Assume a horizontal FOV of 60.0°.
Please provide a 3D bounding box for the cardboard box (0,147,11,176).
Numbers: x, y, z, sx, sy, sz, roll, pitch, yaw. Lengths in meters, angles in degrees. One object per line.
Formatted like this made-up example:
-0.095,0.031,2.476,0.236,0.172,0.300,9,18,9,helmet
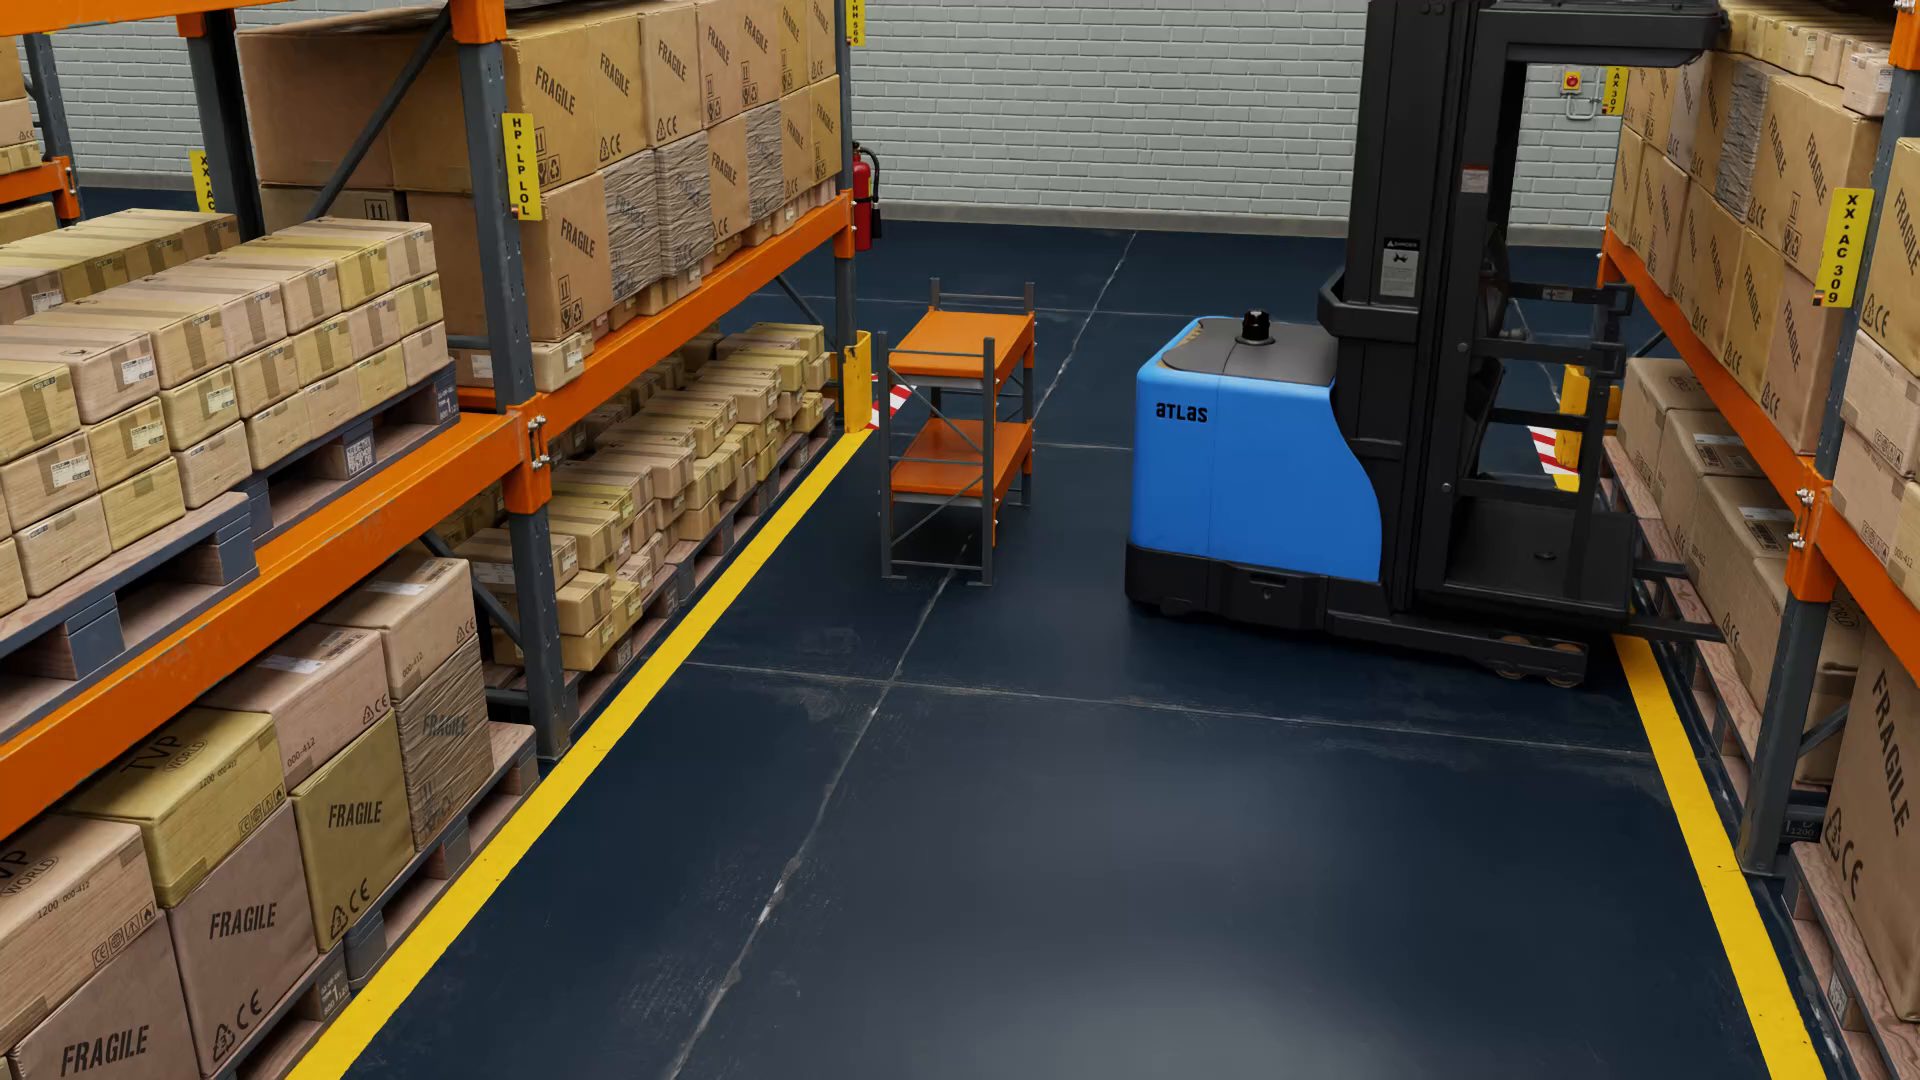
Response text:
-5.723,-2.171,9.565,0.380,0.149,0.250,5,22,11,cardboard box

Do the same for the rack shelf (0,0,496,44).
-2.311,-0.986,3.235,1.077,0.370,4.000,4,22,11,rack shelf

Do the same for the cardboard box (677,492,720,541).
-1.289,-0.119,7.387,0.380,0.149,0.250,4,22,9,cardboard box

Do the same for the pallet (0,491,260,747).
-2.355,0.165,3.686,1.003,0.211,1.213,4,22,11,pallet

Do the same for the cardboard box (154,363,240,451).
-2.002,-0.333,4.042,0.380,0.149,0.250,3,22,8,cardboard box

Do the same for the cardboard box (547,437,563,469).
-1.934,-0.341,7.144,0.380,0.149,0.250,3,22,8,cardboard box

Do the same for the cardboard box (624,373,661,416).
-1.677,-0.715,8.073,0.380,0.149,0.250,5,23,13,cardboard box

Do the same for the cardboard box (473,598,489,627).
-2.021,0.210,6.572,0.380,0.149,0.250,5,22,12,cardboard box

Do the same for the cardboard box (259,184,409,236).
-2.081,-1.043,5.896,0.500,0.500,0.500,4,22,11,cardboard box

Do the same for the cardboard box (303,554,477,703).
-1.807,0.248,5.001,0.500,0.250,0.500,4,22,9,cardboard box

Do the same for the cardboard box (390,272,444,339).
-1.791,-0.716,4.991,0.380,0.149,0.250,5,23,13,cardboard box

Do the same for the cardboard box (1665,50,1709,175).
3.207,-1.761,6.738,0.500,0.500,0.500,4,22,11,cardboard box

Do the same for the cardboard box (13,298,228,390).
-2.009,-0.474,3.994,0.380,0.149,0.250,4,22,9,cardboard box

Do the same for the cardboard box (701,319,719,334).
-1.526,-1.106,9.041,0.380,0.149,0.250,3,22,8,cardboard box

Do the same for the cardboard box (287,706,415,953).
-1.912,0.782,4.680,0.500,0.500,0.500,4,22,10,cardboard box

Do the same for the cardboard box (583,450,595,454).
-1.719,-0.379,7.635,0.380,0.149,0.250,6,23,13,cardboard box

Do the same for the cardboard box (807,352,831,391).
-0.915,-0.919,8.975,0.380,0.149,0.250,4,22,9,cardboard box

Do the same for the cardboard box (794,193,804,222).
-1.000,-1.685,8.358,0.380,0.149,0.250,4,22,10,cardboard box

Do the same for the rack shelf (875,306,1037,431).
0.001,-0.796,7.540,0.538,0.278,1.000,4,22,11,rack shelf

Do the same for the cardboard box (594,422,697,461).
-1.374,-0.401,7.292,0.380,0.149,0.250,4,22,9,cardboard box

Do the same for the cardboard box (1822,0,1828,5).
3.904,-2.252,7.089,0.380,0.149,0.250,4,22,10,cardboard box

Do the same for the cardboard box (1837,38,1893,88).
2.936,-1.446,5.089,0.380,0.149,0.250,4,22,11,cardboard box

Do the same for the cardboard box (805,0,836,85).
-0.936,-2.585,8.386,0.500,0.500,0.500,4,22,10,cardboard box

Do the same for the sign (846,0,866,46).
-0.547,-2.757,8.711,0.100,0.325,0.005,4,22,11,sign

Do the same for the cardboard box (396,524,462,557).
-2.085,0.042,6.193,0.380,0.149,0.250,5,22,12,cardboard box

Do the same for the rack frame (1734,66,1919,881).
2.964,-0.320,4.632,1.000,3.000,0.127,4,22,11,rack frame

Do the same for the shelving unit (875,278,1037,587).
0.001,-0.524,7.650,0.538,1.125,1.048,4,22,11,shelving unit

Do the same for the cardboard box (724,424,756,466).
-1.183,-0.446,7.801,0.380,0.149,0.250,6,23,14,cardboard box

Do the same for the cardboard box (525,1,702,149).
-1.348,-1.827,6.505,0.500,0.500,0.500,5,22,12,cardboard box

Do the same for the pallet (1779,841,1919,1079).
2.880,1.262,4.438,1.003,0.211,1.213,4,22,11,pallet

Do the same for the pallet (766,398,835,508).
-1.302,-0.507,8.830,1.003,0.211,1.213,4,22,11,pallet

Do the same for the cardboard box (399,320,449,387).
-1.790,-0.578,5.048,0.380,0.149,0.250,4,22,10,cardboard box

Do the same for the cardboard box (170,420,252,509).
-1.998,-0.198,4.104,0.380,0.149,0.250,3,22,9,cardboard box

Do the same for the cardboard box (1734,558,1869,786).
3.197,0.453,5.582,0.875,0.438,0.875,4,22,10,cardboard box

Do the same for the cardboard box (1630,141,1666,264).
3.325,-1.488,7.400,0.500,0.500,0.500,4,22,10,cardboard box

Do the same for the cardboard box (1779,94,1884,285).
2.790,-1.023,4.907,0.500,0.500,0.500,4,22,10,cardboard box

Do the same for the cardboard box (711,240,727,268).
-1.264,-1.303,7.410,0.380,0.149,0.250,5,22,12,cardboard box

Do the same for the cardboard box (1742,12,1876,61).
3.073,-1.821,6.020,0.380,0.149,0.250,4,22,11,cardboard box

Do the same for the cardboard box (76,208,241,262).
-2.433,-0.905,5.064,0.380,0.149,0.250,6,23,14,cardboard box

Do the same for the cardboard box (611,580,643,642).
-1.460,0.262,6.443,0.380,0.149,0.250,5,22,13,cardboard box

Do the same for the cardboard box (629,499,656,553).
-1.479,-0.068,6.864,0.380,0.149,0.250,3,22,8,cardboard box

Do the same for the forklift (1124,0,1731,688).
2.271,-1.014,6.448,3.031,2.935,1.130,9,24,20,forklift

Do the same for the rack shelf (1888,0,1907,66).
3.372,-2.109,6.022,1.077,0.370,4.000,4,22,11,rack shelf

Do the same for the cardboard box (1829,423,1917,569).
2.616,-0.109,4.311,0.500,0.250,0.500,4,22,10,cardboard box

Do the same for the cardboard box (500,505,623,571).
-1.515,-0.015,6.333,0.380,0.149,0.250,6,23,14,cardboard box

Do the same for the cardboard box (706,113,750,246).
-1.242,-1.568,7.199,0.500,0.500,0.500,6,23,14,cardboard box

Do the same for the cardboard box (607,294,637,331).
-1.480,-0.923,6.466,0.380,0.149,0.250,3,22,9,cardboard box

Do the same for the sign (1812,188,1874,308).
2.420,-0.800,4.559,0.100,0.325,0.005,4,22,11,sign

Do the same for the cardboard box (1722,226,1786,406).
2.908,-0.744,5.551,0.500,0.500,0.500,4,22,10,cardboard box

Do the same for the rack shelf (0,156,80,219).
-6.330,-1.473,8.458,1.077,0.370,4.000,4,22,11,rack shelf

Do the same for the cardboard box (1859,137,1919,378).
2.593,-0.691,4.081,0.500,0.500,0.500,5,22,12,cardboard box

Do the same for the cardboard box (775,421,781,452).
-1.119,-0.504,8.343,0.380,0.149,0.250,5,22,11,cardboard box

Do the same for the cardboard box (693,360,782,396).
-1.097,-0.777,8.224,0.380,0.149,0.250,4,22,9,cardboard box

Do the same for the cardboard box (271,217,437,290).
-1.793,-0.853,4.933,0.380,0.149,0.250,5,23,13,cardboard box
